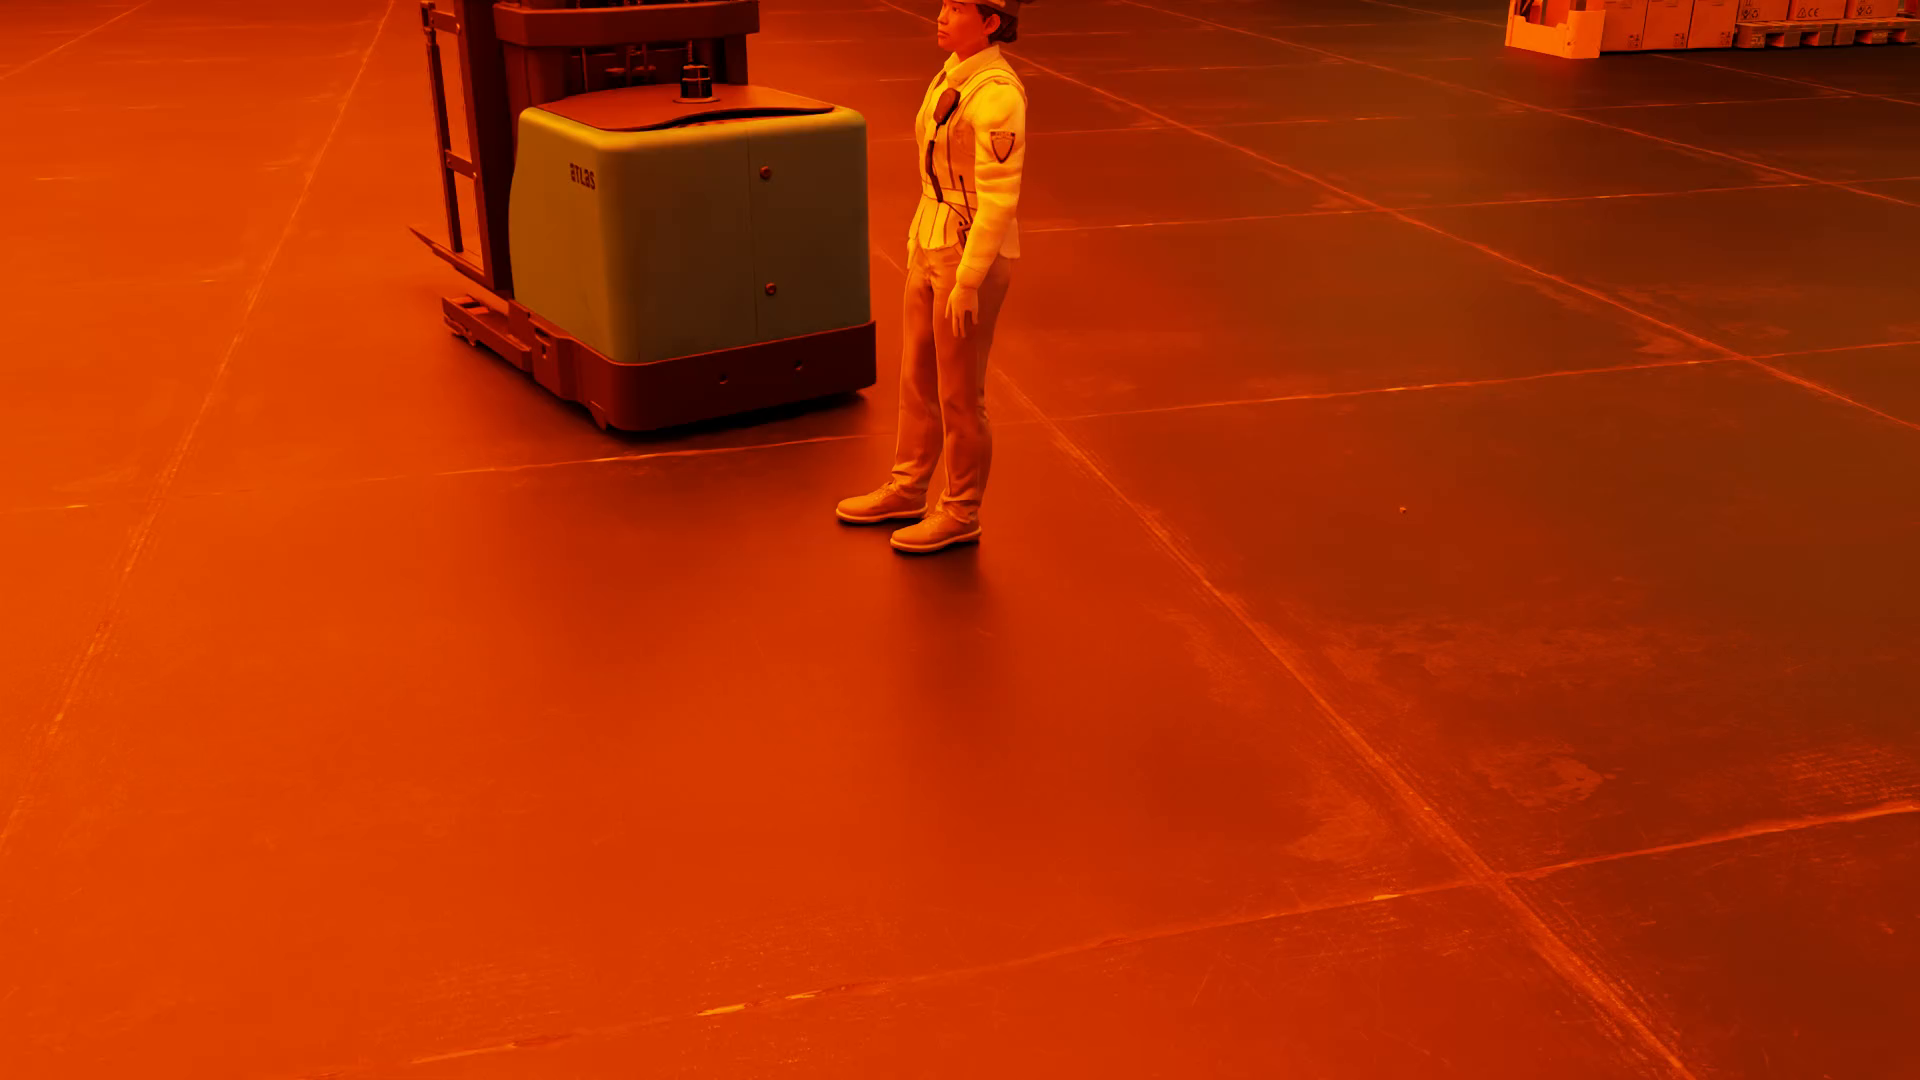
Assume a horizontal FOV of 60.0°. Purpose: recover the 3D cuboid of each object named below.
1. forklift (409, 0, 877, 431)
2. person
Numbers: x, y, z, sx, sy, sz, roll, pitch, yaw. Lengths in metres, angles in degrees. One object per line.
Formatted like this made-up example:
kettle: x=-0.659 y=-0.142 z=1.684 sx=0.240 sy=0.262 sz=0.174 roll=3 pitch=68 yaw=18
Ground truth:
forklift: x=-1.550 y=-2.249 z=6.593 sx=1.130 sy=2.935 sz=3.031 roll=-15 pitch=27 yaw=-31
person: x=-0.068 y=-0.782 z=4.707 sx=0.531 sy=1.695 sz=0.588 roll=-6 pitch=24 yaw=-14
